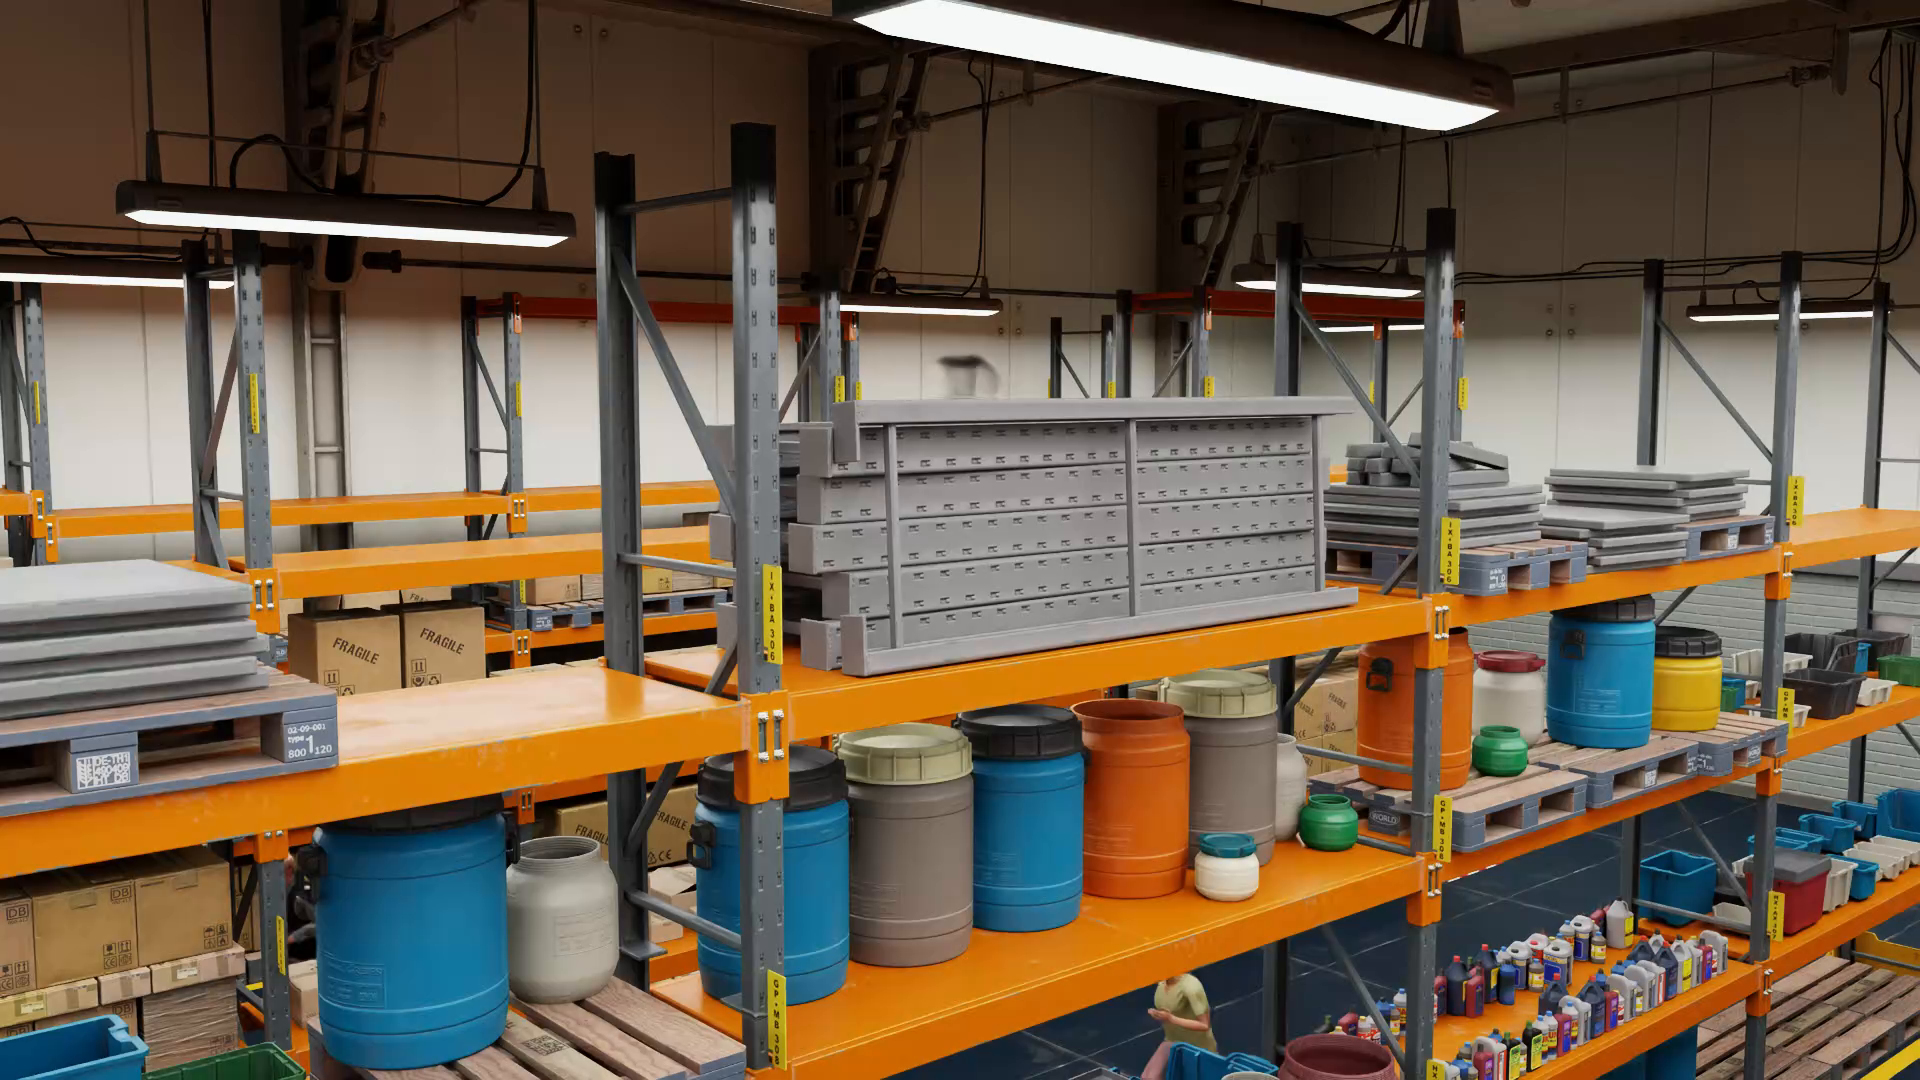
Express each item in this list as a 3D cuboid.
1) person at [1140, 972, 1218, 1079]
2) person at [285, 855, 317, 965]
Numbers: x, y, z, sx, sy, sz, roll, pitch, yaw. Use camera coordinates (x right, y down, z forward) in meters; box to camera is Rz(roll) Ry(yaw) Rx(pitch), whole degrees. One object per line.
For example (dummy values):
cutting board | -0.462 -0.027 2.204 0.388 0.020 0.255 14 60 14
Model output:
person | 1.513 3.333 10.780 0.889 1.642 0.571 -4 7 -39
person | -4.987 3.162 12.706 0.649 1.655 0.737 3 6 32
